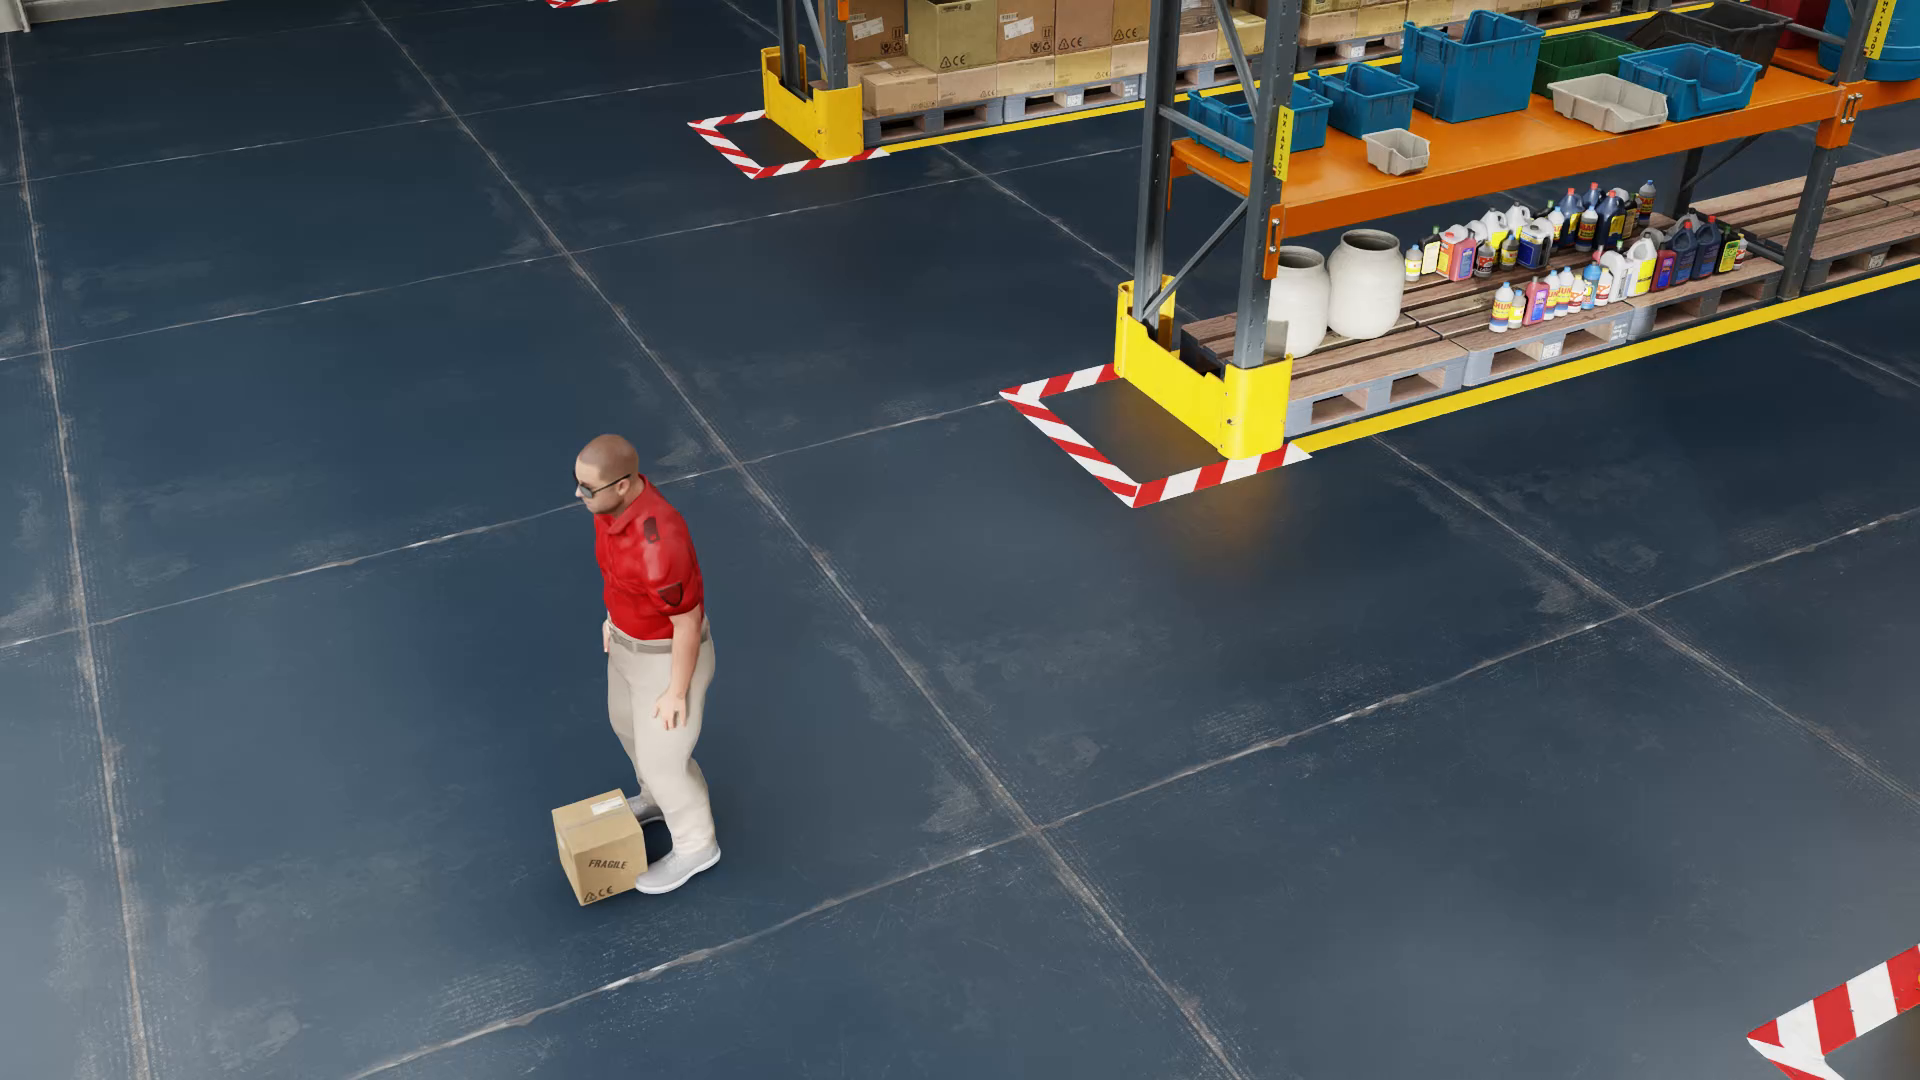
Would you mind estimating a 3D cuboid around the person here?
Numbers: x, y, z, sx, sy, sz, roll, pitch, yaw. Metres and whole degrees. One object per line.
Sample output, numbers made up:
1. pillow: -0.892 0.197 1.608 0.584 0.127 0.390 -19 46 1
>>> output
1. person: -1.045 0.392 5.545 0.375 1.726 0.593 -17 36 -24
